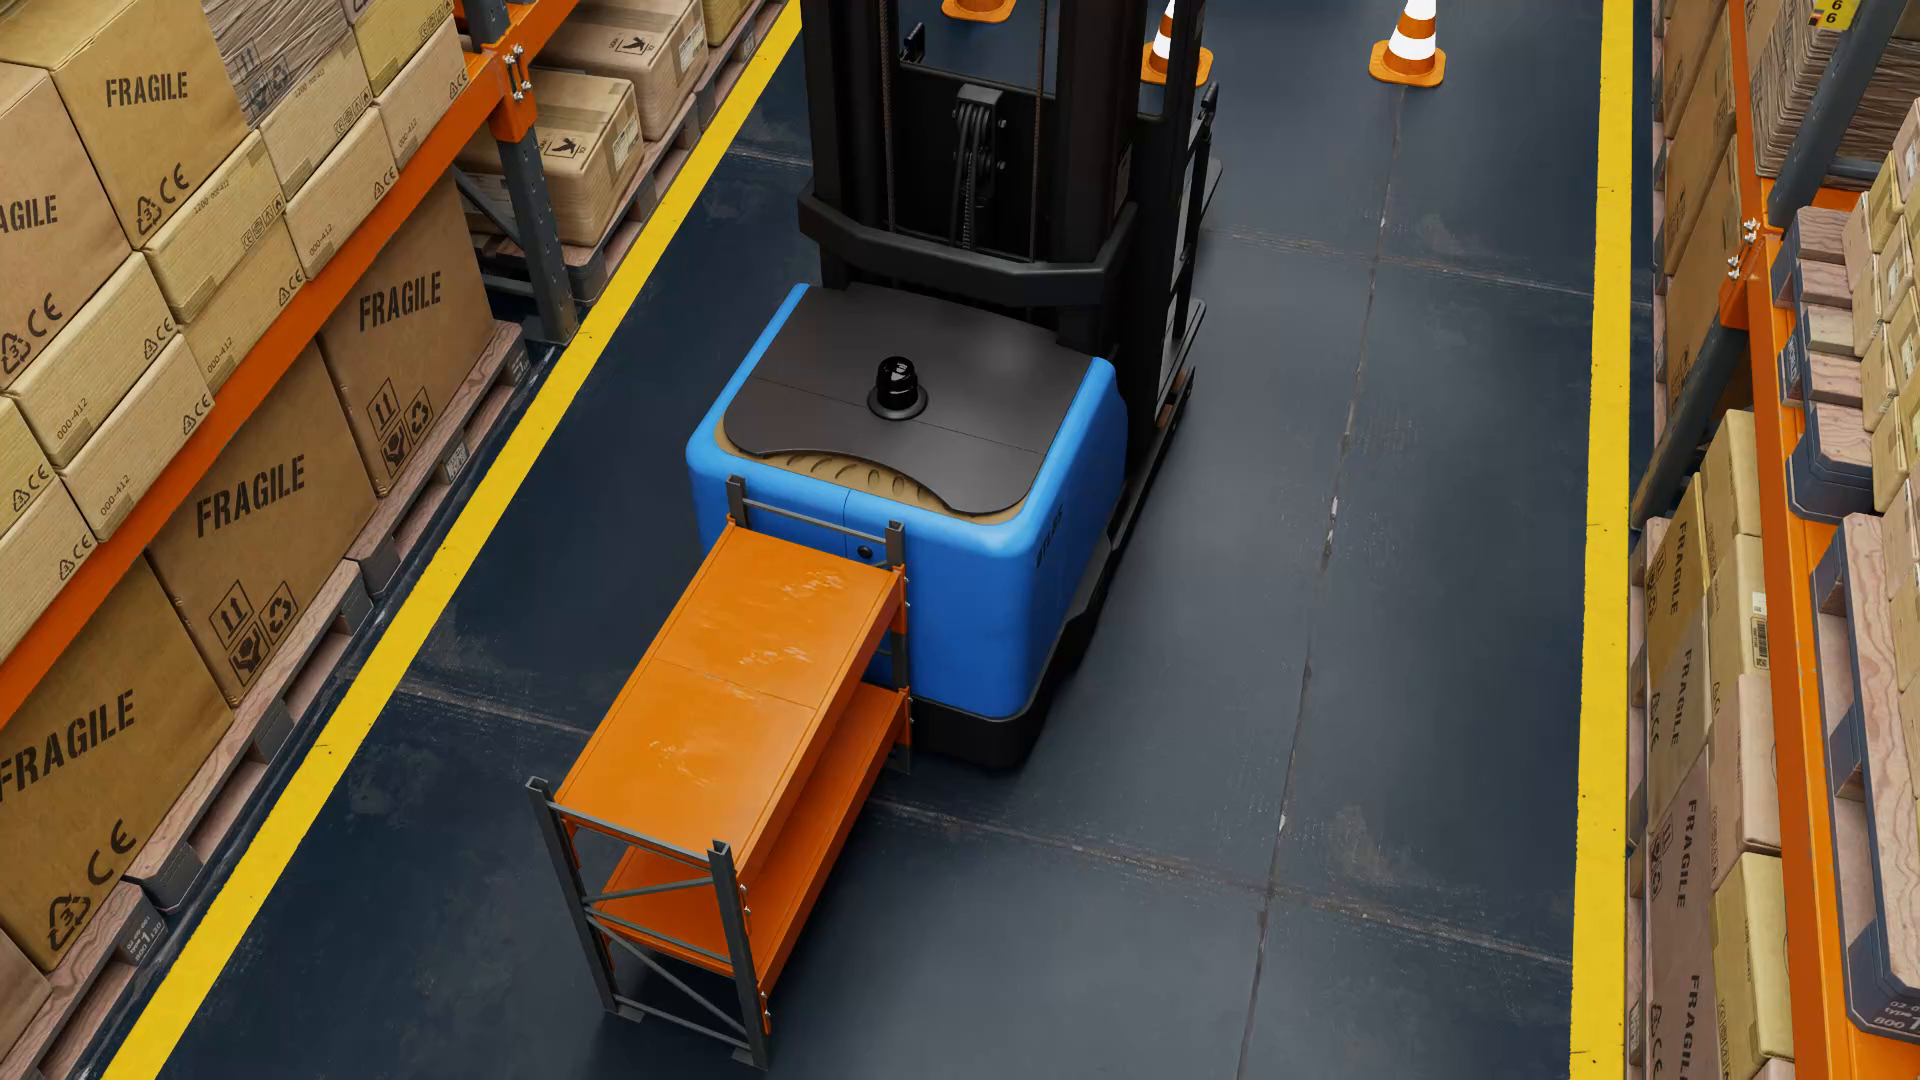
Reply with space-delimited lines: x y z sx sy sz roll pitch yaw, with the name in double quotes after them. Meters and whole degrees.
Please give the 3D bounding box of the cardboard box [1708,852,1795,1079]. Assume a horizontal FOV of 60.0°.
1.997 1.021 3.735 0.500 0.250 0.500 10 49 8 "cardboard box"

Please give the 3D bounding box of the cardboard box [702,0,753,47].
-1.428 -2.632 7.545 0.950 0.372 0.625 13 50 11 "cardboard box"

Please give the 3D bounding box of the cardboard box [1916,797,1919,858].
2.025 0.599 3.108 0.380 0.149 0.250 14 50 12 "cardboard box"

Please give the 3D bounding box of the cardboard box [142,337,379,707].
-2.478 -0.181 5.046 0.875 0.875 0.875 12 50 10 "cardboard box"

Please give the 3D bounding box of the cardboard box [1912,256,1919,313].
2.379 -0.554 3.729 0.380 0.149 0.250 11 50 10 "cardboard box"

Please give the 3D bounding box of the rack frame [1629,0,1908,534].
2.824 -0.969 4.605 1.000 3.000 0.127 12 50 10 "rack frame"

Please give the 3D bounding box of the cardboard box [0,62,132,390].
-2.266 -0.716 3.648 0.500 0.500 0.500 11 49 9 "cardboard box"

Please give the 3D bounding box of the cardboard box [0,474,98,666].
-2.375 0.062 3.795 0.500 0.250 0.500 11 50 10 "cardboard box"

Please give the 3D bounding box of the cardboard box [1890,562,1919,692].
2.165 0.218 3.444 0.380 0.149 0.250 12 50 11 "cardboard box"

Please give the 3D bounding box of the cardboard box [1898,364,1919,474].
2.301 -0.241 3.651 0.380 0.149 0.250 12 50 10 "cardboard box"

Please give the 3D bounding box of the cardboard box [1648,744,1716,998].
2.133 0.917 4.327 0.500 0.500 0.500 10 49 9 "cardboard box"

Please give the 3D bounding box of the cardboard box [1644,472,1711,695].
2.392 0.180 4.977 0.500 0.500 0.500 10 49 8 "cardboard box"

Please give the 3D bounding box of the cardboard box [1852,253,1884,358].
2.441 -0.547 4.120 0.380 0.149 0.250 14 50 12 "cardboard box"

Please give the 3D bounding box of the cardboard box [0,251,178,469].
-2.243 -0.467 3.928 0.500 0.250 0.500 10 49 9 "cardboard box"

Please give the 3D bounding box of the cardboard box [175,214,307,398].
-2.128 -0.673 4.443 0.500 0.250 0.500 11 50 10 "cardboard box"

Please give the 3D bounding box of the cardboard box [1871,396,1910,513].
2.301 -0.156 3.775 0.380 0.149 0.250 14 50 12 "cardboard box"

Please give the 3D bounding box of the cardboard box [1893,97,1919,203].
2.515 -0.923 4.054 0.380 0.149 0.250 12 50 10 "cardboard box"

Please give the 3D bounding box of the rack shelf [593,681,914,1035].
-0.563 0.791 4.628 0.538 0.278 1.000 16 51 14 "rack shelf"

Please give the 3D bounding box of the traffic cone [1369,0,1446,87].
2.068 -2.351 7.516 0.336 0.463 0.334 12 50 10 "traffic cone"

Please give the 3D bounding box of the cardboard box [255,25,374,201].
-1.991 -1.217 4.590 0.500 0.250 0.500 10 49 9 "cardboard box"

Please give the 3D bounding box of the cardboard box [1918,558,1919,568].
2.166 0.118 3.334 0.380 0.149 0.250 11 50 10 "cardboard box"

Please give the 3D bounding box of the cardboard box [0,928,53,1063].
-2.944 1.120 3.898 0.875 0.875 0.875 13 50 11 "cardboard box"

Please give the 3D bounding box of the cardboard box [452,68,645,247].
-1.819 -1.549 6.589 0.950 0.372 0.625 9 49 7 "cardboard box"

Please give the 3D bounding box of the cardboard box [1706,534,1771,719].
2.276 0.289 4.382 0.500 0.250 0.500 11 49 10 "cardboard box"

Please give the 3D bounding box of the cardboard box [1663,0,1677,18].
3.801 -2.790 7.432 1.050 0.750 0.750 11 50 10 "cardboard box"

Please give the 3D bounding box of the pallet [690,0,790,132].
-1.447 -2.395 7.723 1.003 0.211 1.213 12 50 10 "pallet"

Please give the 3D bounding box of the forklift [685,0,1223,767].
0.223 -1.409 5.039 1.130 2.935 3.031 16 50 14 "forklift"

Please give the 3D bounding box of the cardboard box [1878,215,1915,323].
2.434 -0.617 3.983 0.380 0.149 0.250 14 50 12 "cardboard box"

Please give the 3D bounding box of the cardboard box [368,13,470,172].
-1.860 -1.406 5.091 0.500 0.250 0.500 10 49 9 "cardboard box"

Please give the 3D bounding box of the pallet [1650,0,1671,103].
3.747 -2.367 7.698 1.003 0.211 1.213 12 50 10 "pallet"

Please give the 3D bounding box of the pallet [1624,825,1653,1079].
2.294 1.398 4.375 1.003 0.211 1.213 12 50 10 "pallet"

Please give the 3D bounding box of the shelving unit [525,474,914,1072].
-0.563 0.629 4.445 0.538 1.125 1.048 16 51 14 "shelving unit"

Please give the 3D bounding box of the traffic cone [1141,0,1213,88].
0.988 -2.346 7.512 0.336 0.463 0.334 12 50 10 "traffic cone"

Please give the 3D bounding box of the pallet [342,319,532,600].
-2.258 -0.395 5.958 1.003 0.211 1.213 12 50 10 "pallet"

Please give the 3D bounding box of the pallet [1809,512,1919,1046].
2.343 0.534 3.406 1.003 0.211 1.213 12 50 10 "pallet"

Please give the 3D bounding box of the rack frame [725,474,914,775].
-0.381 0.273 4.759 0.500 1.125 0.032 16 51 14 "rack frame"

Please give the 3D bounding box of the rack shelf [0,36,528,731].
-2.504 -0.188 4.395 1.077 0.370 4.000 12 50 10 "rack shelf"

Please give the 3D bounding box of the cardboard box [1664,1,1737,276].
3.298 -1.419 6.223 1.050 0.750 0.750 12 50 11 "cardboard box"

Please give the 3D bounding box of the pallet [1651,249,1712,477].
3.105 -0.602 6.140 1.003 0.211 1.213 12 50 10 "pallet"

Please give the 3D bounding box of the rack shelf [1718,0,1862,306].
3.351 -2.178 6.151 1.077 0.370 4.000 12 50 10 "rack shelf"

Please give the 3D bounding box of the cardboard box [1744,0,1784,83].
2.817 -1.742 5.220 0.500 0.500 0.500 12 50 10 "cardboard box"

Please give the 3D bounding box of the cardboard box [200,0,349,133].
-1.988 -1.439 4.285 0.500 0.500 0.500 12 50 11 "cardboard box"

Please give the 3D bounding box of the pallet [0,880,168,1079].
-2.900 1.370 4.400 1.003 0.211 1.213 12 50 10 "pallet"
